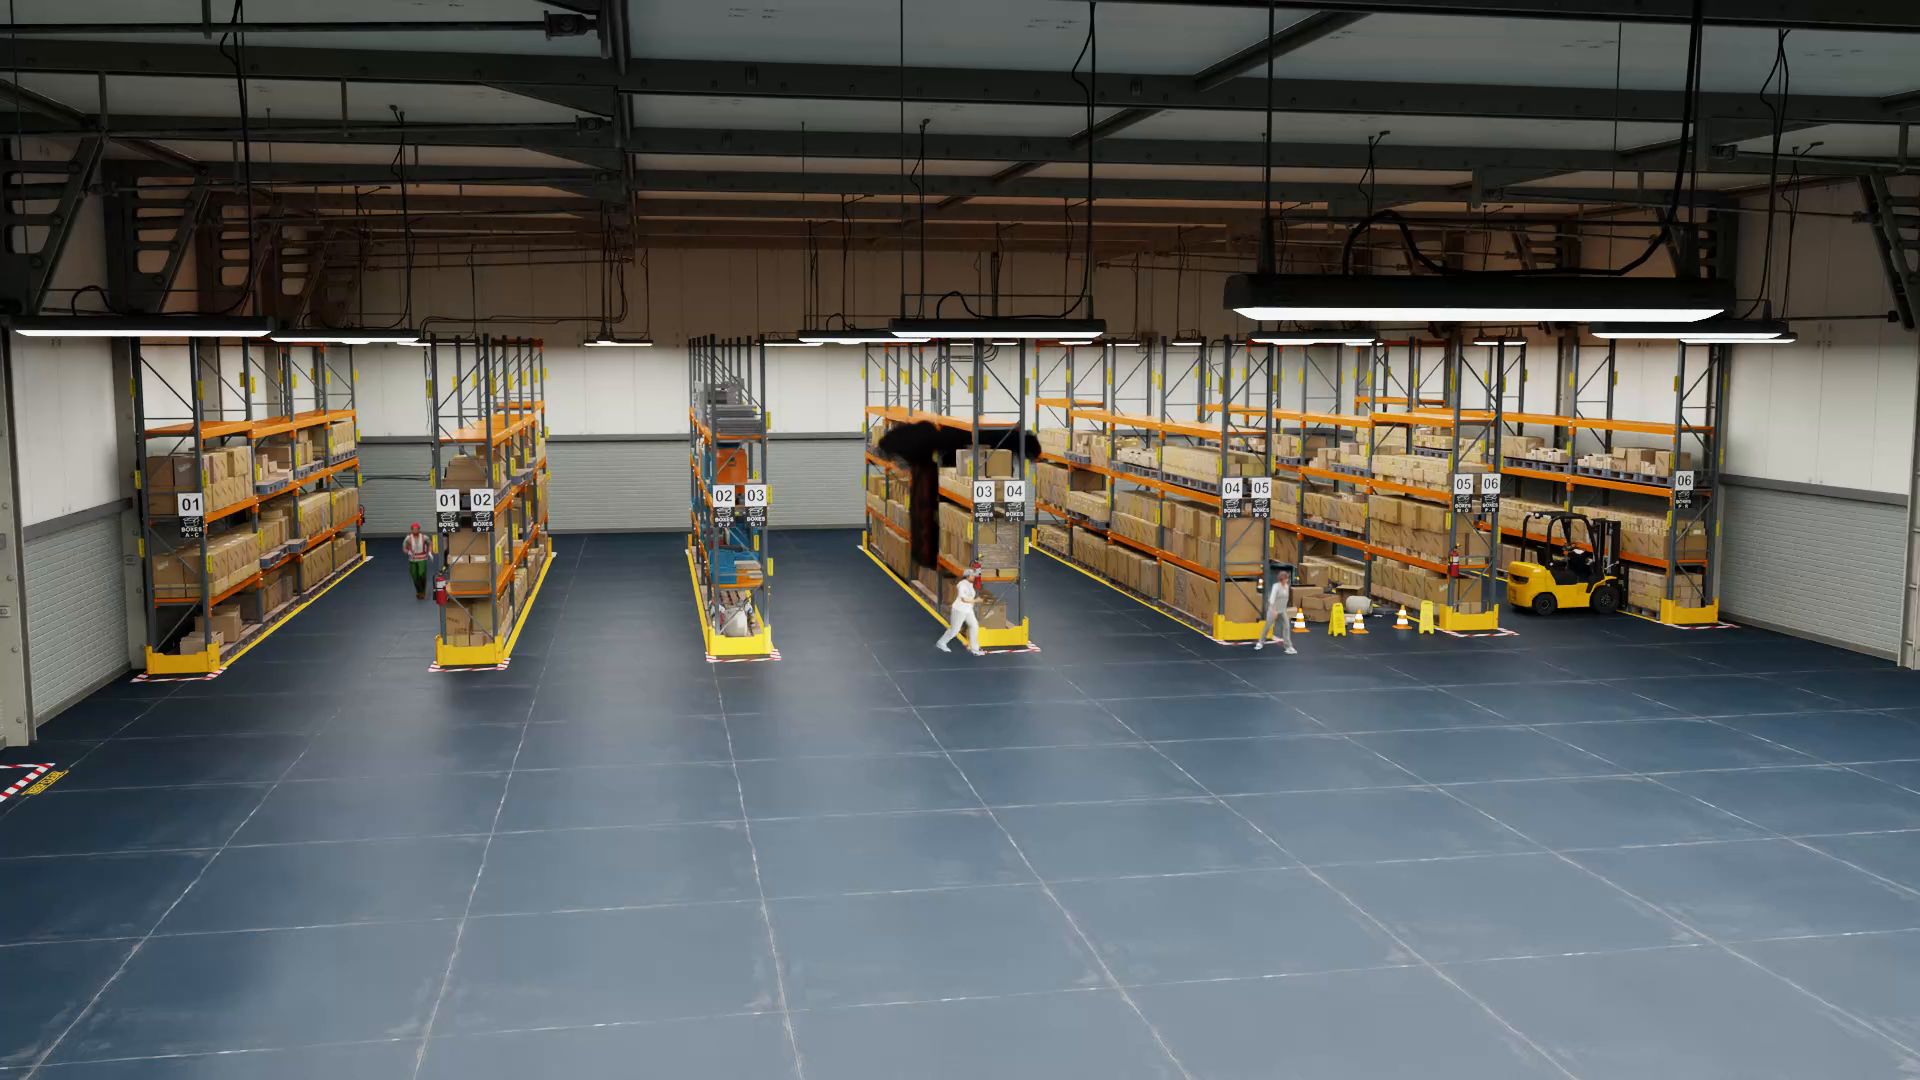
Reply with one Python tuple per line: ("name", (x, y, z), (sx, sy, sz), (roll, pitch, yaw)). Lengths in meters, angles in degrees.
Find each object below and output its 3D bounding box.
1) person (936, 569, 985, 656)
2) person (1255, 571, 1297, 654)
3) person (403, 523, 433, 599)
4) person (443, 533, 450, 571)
("person", (0.015, 1.350, 31.142), (0.956, 1.656, 0.607), (2, 7, 19))
("person", (6.011, 1.351, 31.484), (0.548, 1.543, 0.846), (-4, 8, -30))
("person", (-12.399, 0.482, 38.033), (0.637, 1.766, 0.778), (-1, 7, -10))
("person", (-13.255, -0.065, 43.141), (0.642, 1.746, 0.714), (-1, 7, -12))
